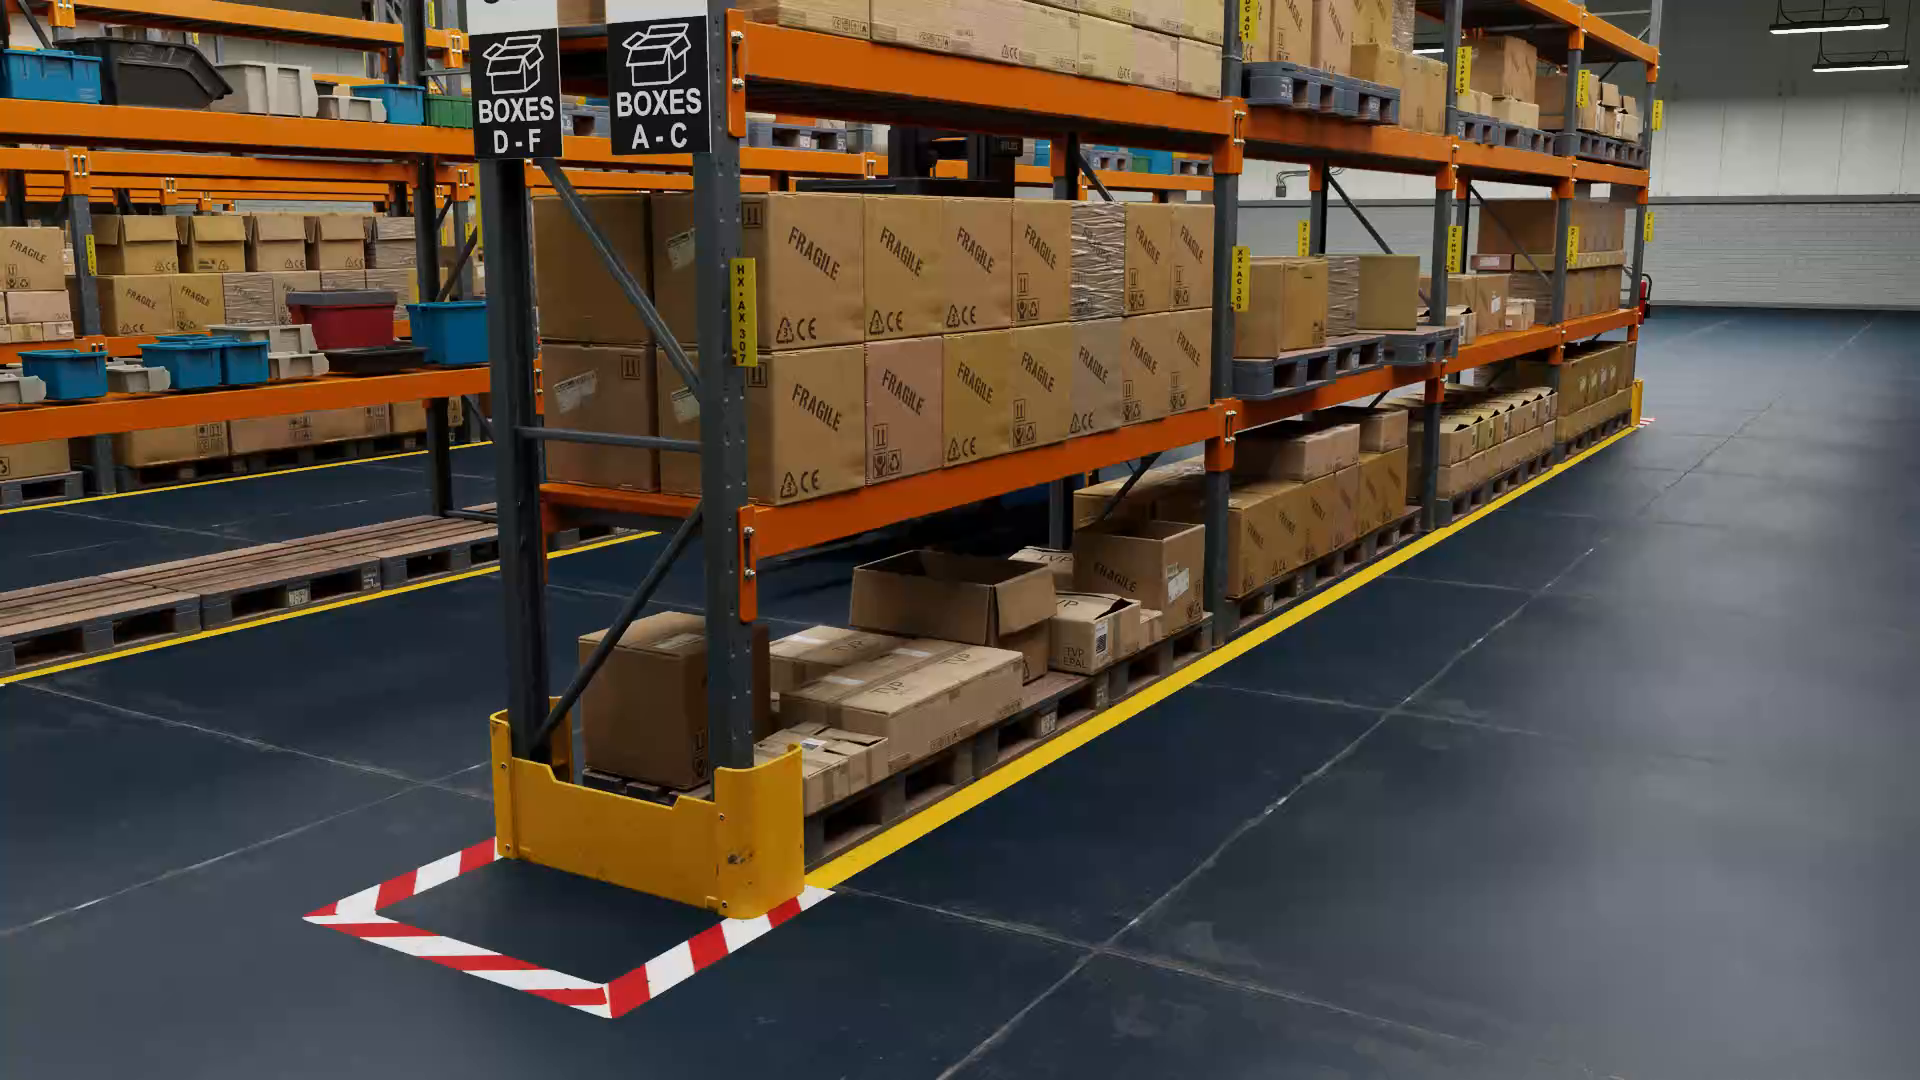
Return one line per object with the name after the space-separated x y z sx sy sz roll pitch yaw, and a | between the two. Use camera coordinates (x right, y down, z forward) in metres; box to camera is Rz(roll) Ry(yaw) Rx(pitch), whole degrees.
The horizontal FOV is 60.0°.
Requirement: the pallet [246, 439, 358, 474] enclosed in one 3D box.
-6.545 -0.846 15.815 1.003 0.211 1.213 6 12 31 | pallet

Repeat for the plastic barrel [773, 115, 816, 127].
-1.501 -3.854 13.846 0.600 0.830 0.708 6 12 31 | plastic barrel

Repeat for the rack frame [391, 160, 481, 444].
-5.437 -2.525 17.203 1.000 3.000 0.127 6 12 31 | rack frame

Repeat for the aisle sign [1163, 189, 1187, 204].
2.736 -4.627 21.367 0.394 0.787 0.004 6 12 31 | aisle sign

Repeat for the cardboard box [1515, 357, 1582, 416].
5.613 -1.473 15.880 0.500 0.500 0.500 6 12 31 | cardboard box

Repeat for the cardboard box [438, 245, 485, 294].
-5.191 -2.869 17.630 0.500 0.500 0.500 5 12 24 | cardboard box

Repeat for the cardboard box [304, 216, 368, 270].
-6.171 -2.851 15.950 0.797 0.503 0.637 7 13 32 | cardboard box

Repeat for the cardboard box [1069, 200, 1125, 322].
0.384 -1.225 7.271 0.500 0.500 0.500 6 12 31 | cardboard box

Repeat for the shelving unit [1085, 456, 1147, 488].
0.952 -0.940 12.812 0.587 1.500 1.083 8 13 38 | shelving unit

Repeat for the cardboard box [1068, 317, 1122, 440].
0.379 -0.732 7.358 0.500 0.500 0.500 7 13 32 | cardboard box

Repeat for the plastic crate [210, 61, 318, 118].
-3.943 -2.529 9.394 0.437 0.282 0.530 6 12 31 | plastic crate

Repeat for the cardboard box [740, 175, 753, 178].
-2.908 -4.601 20.549 0.500 0.250 0.500 6 12 28 | cardboard box

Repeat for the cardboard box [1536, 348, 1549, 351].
5.931 -1.761 17.415 0.500 0.500 0.500 6 12 31 | cardboard box

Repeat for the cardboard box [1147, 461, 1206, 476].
1.487 -0.197 10.367 0.500 0.500 0.500 7 12 31 | cardboard box

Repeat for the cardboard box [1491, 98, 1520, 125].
4.493 -3.631 14.229 0.500 0.250 0.500 5 12 25 | cardboard box

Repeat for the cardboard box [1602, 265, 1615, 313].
6.659 -2.730 18.027 0.700 0.500 0.500 7 13 32 | cardboard box

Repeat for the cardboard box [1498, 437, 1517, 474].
4.342 -0.729 13.942 0.500 0.250 0.500 7 13 32 | cardboard box

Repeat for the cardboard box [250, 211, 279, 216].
-11.132 -4.914 26.169 0.700 0.500 0.500 6 12 31 | cardboard box

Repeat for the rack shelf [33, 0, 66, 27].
-8.552 -3.980 11.714 1.077 0.370 4.000 6 12 31 | rack shelf

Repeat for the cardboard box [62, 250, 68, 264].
-10.020 -3.109 18.248 0.380 0.149 0.250 6 12 31 | cardboard box

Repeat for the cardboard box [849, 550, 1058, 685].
-0.020 0.358 7.393 0.797 0.503 0.637 6 12 31 | cardboard box

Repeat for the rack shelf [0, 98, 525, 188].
-4.319 -2.229 9.426 1.077 0.370 4.000 6 12 31 | rack shelf

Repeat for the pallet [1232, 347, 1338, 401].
1.459 -0.970 9.418 1.003 0.211 1.213 6 12 31 | pallet

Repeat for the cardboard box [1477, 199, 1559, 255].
5.329 -2.964 15.753 0.700 0.500 0.500 6 12 31 | cardboard box

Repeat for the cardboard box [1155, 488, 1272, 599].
1.410 0.011 9.256 0.500 0.500 0.500 6 12 28 | cardboard box

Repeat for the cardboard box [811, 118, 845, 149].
-1.872 -5.430 22.134 0.500 0.500 0.500 6 12 31 | cardboard box

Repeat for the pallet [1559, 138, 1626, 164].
6.159 -3.965 16.988 1.003 0.211 1.213 6 12 31 | pallet

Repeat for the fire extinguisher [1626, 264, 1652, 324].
7.639 -2.772 18.735 0.296 0.674 0.183 6 12 31 | fire extinguisher

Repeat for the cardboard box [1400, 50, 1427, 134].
2.565 -2.949 11.048 0.910 0.500 0.500 6 12 31 | cardboard box

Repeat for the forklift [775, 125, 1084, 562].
-0.390 -1.351 11.118 1.130 2.935 3.031 8 13 38 | forklift

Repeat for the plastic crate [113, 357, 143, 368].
-4.664 -0.978 9.492 0.298 0.136 0.250 6 12 31 | plastic crate

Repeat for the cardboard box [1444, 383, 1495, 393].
4.677 -1.296 15.448 0.500 0.311 0.500 6 12 31 | cardboard box

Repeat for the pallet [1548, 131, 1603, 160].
5.525 -3.774 15.967 1.003 0.211 1.213 6 12 31 | pallet

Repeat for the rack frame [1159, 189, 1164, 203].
2.949 -3.310 21.396 1.000 3.000 0.127 6 12 31 | rack frame

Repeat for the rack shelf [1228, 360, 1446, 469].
1.989 -0.910 10.531 1.077 0.370 4.000 6 12 31 | rack shelf

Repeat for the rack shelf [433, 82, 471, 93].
-6.509 -6.357 24.411 1.077 0.370 4.000 6 12 31 | rack shelf

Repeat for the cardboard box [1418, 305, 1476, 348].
3.657 -1.656 12.806 0.500 0.311 0.500 6 12 30 | cardboard box

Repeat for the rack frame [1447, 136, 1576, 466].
5.104 -2.207 15.505 1.000 3.000 0.127 6 12 31 | rack frame

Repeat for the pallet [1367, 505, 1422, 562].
2.608 -0.093 11.794 1.003 0.211 1.213 6 12 31 | pallet

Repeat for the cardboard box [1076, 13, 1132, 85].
0.405 -2.090 7.139 0.500 0.250 0.500 6 12 31 | cardboard box

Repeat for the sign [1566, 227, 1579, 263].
5.573 -2.687 15.137 0.100 0.325 0.005 6 12 31 | sign

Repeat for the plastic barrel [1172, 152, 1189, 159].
2.466 -4.892 20.042 0.600 0.588 0.600 0 11 0 | plastic barrel

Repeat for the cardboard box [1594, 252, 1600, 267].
6.342 -2.881 17.074 0.380 0.149 0.250 6 12 30 | cardboard box

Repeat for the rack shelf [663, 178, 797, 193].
-2.322 -4.589 22.034 1.077 0.370 4.000 6 12 31 | rack shelf

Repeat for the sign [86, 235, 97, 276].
-7.039 -2.307 13.474 0.100 0.325 0.005 6 12 31 | sign

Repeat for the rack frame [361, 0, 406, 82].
-9.753 -7.678 28.429 1.000 3.000 0.127 6 12 31 | rack frame

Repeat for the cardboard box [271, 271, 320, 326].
-6.277 -2.233 15.372 0.500 0.500 0.500 7 13 32 | cardboard box

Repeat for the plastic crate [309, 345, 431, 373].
-3.632 -1.115 10.258 0.437 0.125 0.590 6 12 31 | plastic crate

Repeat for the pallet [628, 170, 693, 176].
-3.772 -4.449 19.841 1.213 0.211 1.003 6 12 31 | pallet

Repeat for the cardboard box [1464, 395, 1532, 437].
4.613 -1.086 14.323 0.500 0.311 0.500 6 12 31 | cardboard box

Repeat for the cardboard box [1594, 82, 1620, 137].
6.067 -4.254 16.487 0.797 0.503 0.637 8 13 37 | cardboard box

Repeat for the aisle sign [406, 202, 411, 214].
-9.473 -5.990 28.646 0.394 0.787 0.004 6 12 31 | aisle sign

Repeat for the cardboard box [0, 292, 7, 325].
-7.785 -1.792 12.889 0.500 0.250 0.500 7 13 32 | cardboard box

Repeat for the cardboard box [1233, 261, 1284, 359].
1.388 -1.257 9.021 0.700 0.500 0.500 2 11 12 | cardboard box
